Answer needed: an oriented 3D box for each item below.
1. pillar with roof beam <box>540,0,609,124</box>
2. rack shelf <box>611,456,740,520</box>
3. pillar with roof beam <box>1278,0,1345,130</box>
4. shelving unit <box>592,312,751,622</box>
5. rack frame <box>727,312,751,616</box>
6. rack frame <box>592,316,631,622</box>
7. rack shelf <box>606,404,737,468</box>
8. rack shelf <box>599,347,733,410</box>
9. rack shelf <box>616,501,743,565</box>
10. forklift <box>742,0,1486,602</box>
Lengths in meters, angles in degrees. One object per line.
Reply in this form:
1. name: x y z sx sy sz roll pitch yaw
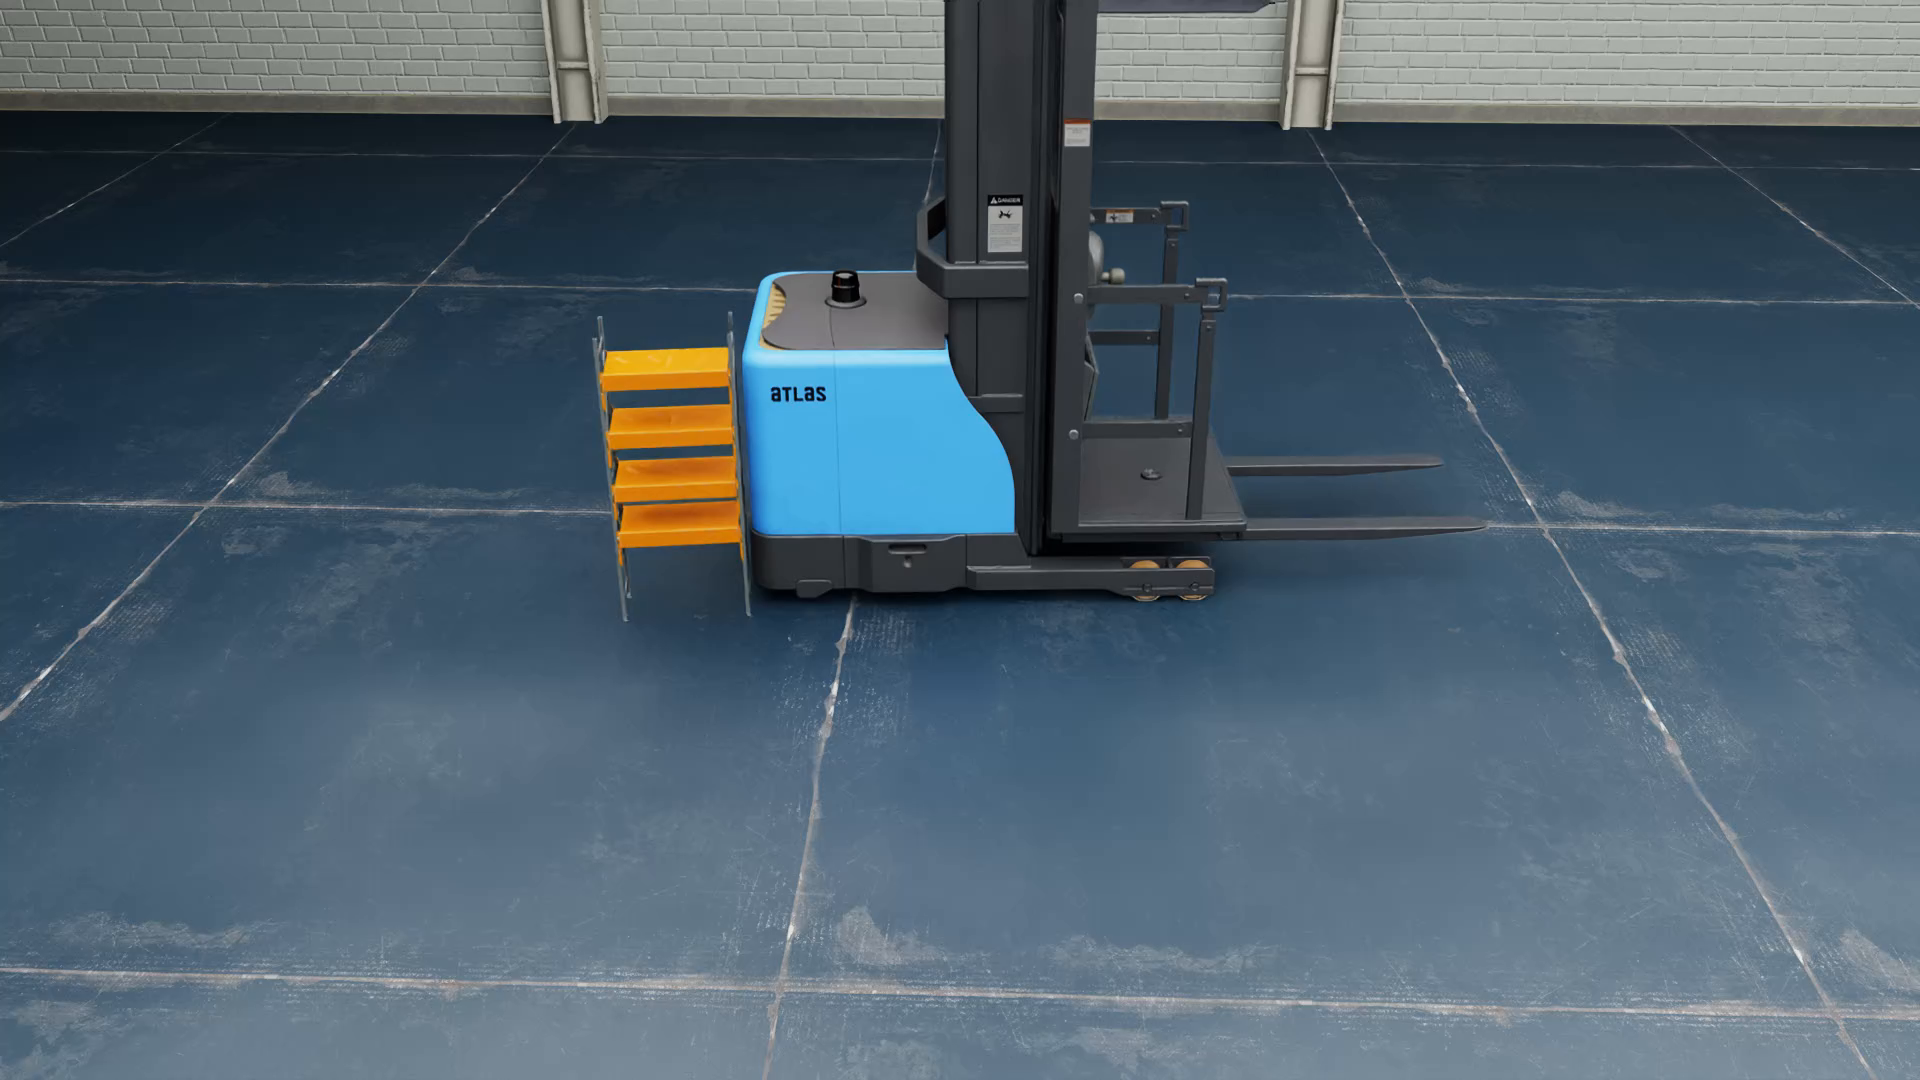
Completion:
1. pillar with roof beam: -3.311 -5.479 7.978 0.400 9.000 9.100 1 28 2
2. rack shelf: -1.105 -0.212 6.512 0.480 0.148 0.258 -3 28 -5
3. pillar with roof beam: 2.686 -5.380 7.791 0.400 9.000 9.100 1 28 2
4. shelving unit: -1.105 -0.271 6.480 0.503 1.200 0.258 -3 28 -5
5. rack frame: -0.863 -0.283 6.503 0.015 1.200 0.240 -3 28 -5
6. rack frame: -1.348 -0.259 6.458 0.015 1.200 0.240 -3 28 -5
7. rack shelf: -1.105 -0.409 6.407 0.480 0.148 0.258 -3 28 -5
8. rack shelf: -1.105 -0.618 6.296 0.480 0.148 0.258 -3 28 -5
9. rack shelf: -1.105 -0.036 6.605 0.480 0.148 0.258 -3 28 -5
10. forklift: 0.657 -1.292 6.558 3.031 2.935 1.130 -1 28 -1
